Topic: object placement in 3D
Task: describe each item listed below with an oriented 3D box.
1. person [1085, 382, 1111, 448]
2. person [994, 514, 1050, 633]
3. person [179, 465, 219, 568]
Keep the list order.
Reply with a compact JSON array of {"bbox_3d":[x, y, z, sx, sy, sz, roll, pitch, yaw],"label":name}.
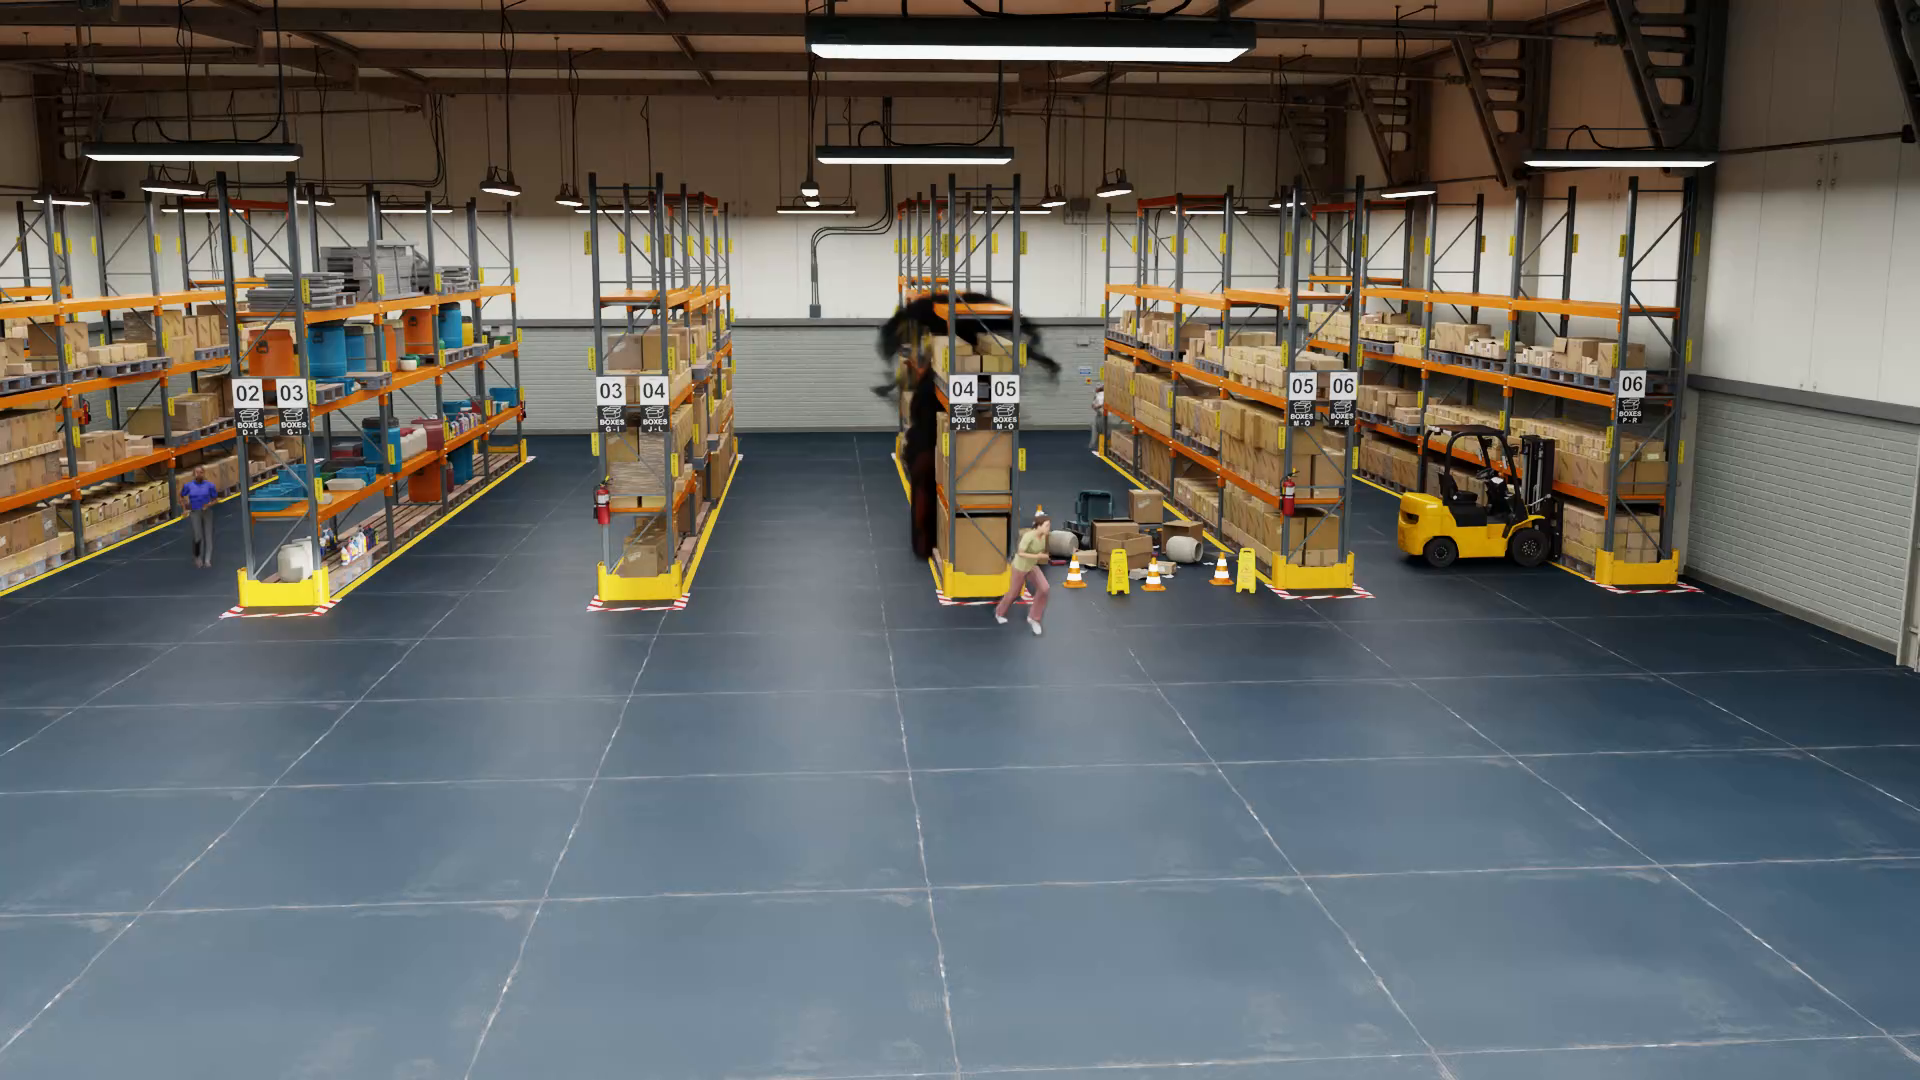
[{"bbox_3d":[3.535,-3.105,41.540,0.856,1.698,0.604,2,10,9],"label":"person"},{"bbox_3d":[0.838,0.423,21.906,0.951,1.608,0.614,9,13,40],"label":"person"},{"bbox_3d":[-11.848,-0.345,25.952,0.552,1.607,0.628,-6,11,-29],"label":"person"}]
